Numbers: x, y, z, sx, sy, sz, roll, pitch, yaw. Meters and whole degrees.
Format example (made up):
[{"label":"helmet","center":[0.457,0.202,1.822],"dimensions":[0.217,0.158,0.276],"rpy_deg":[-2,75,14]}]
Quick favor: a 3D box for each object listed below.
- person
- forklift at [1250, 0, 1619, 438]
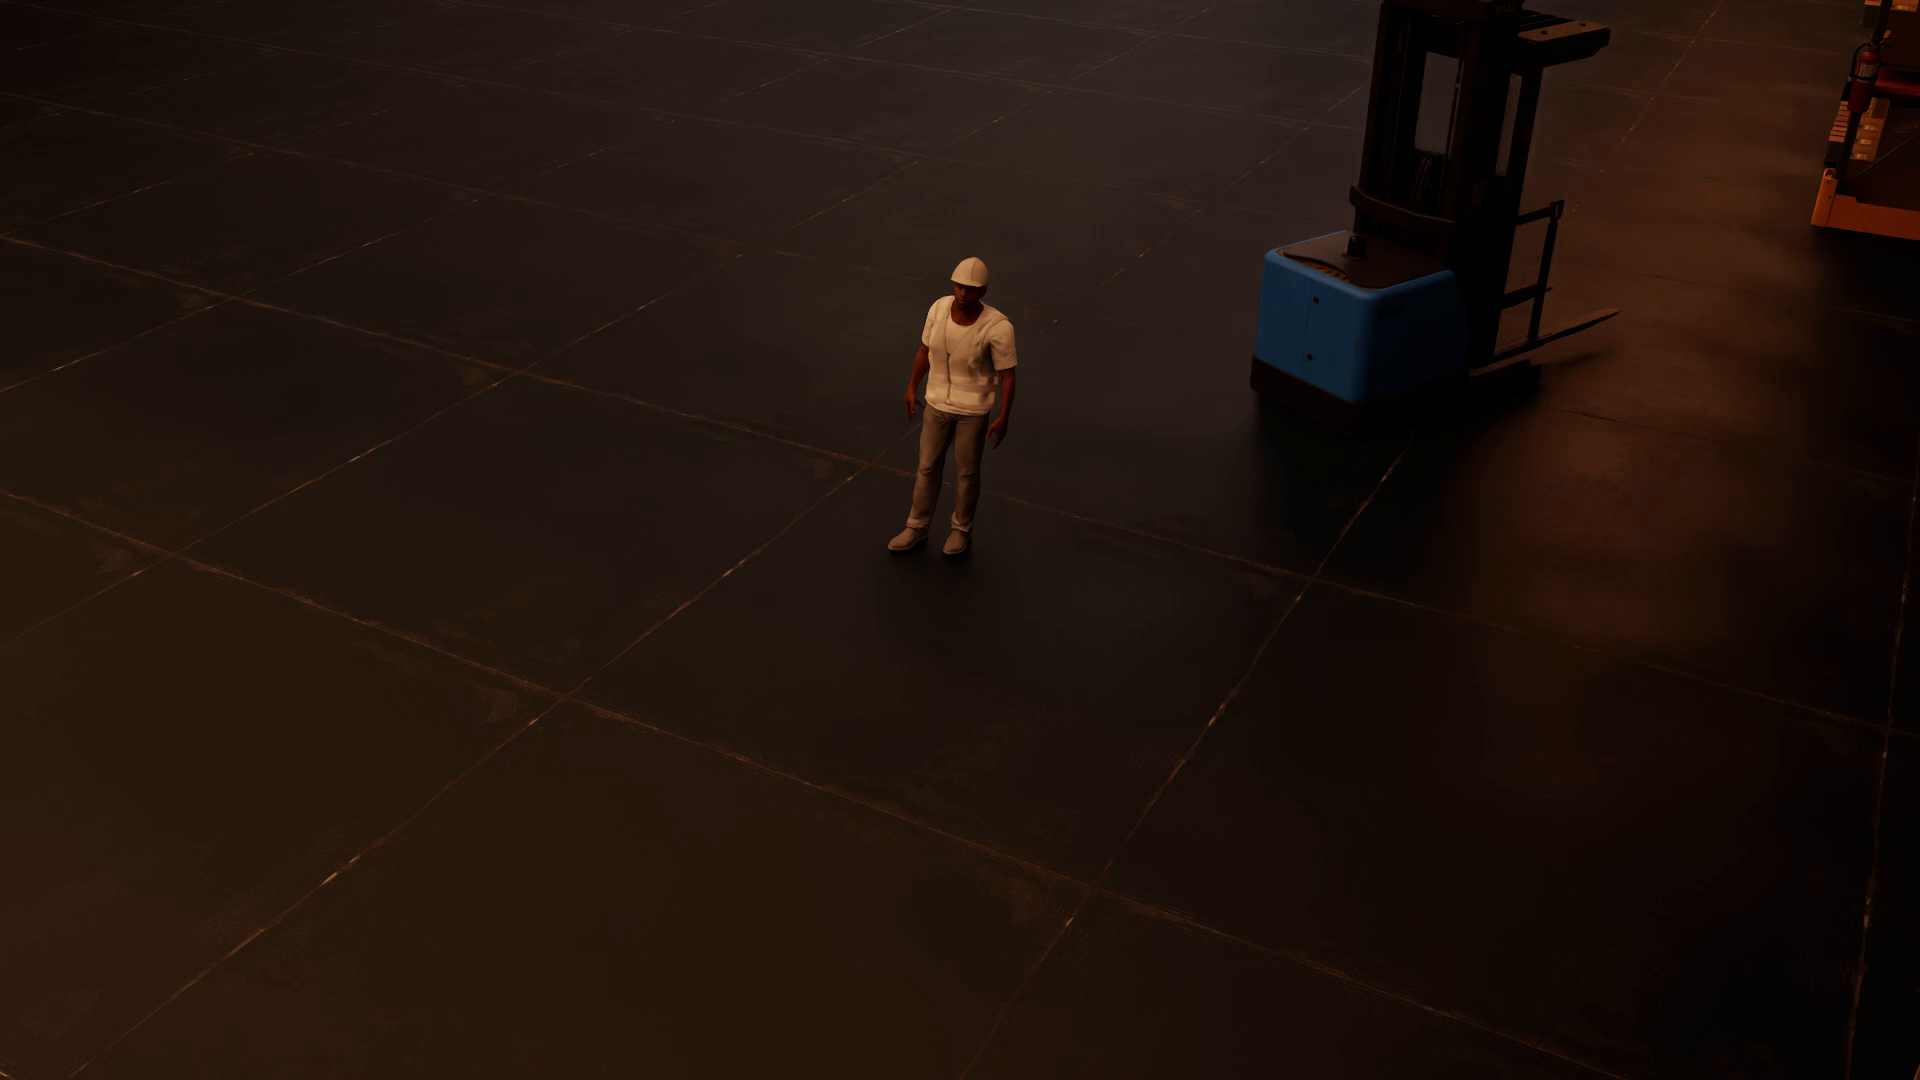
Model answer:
[{"label":"person","center":[-0.039,-0.743,9.508],"dimensions":[0.665,1.765,0.577],"rpy_deg":[15,33,25]},{"label":"forklift","center":[3.548,-2.516,11.430],"dimensions":[3.031,2.935,1.130],"rpy_deg":[-19,35,-29]}]
